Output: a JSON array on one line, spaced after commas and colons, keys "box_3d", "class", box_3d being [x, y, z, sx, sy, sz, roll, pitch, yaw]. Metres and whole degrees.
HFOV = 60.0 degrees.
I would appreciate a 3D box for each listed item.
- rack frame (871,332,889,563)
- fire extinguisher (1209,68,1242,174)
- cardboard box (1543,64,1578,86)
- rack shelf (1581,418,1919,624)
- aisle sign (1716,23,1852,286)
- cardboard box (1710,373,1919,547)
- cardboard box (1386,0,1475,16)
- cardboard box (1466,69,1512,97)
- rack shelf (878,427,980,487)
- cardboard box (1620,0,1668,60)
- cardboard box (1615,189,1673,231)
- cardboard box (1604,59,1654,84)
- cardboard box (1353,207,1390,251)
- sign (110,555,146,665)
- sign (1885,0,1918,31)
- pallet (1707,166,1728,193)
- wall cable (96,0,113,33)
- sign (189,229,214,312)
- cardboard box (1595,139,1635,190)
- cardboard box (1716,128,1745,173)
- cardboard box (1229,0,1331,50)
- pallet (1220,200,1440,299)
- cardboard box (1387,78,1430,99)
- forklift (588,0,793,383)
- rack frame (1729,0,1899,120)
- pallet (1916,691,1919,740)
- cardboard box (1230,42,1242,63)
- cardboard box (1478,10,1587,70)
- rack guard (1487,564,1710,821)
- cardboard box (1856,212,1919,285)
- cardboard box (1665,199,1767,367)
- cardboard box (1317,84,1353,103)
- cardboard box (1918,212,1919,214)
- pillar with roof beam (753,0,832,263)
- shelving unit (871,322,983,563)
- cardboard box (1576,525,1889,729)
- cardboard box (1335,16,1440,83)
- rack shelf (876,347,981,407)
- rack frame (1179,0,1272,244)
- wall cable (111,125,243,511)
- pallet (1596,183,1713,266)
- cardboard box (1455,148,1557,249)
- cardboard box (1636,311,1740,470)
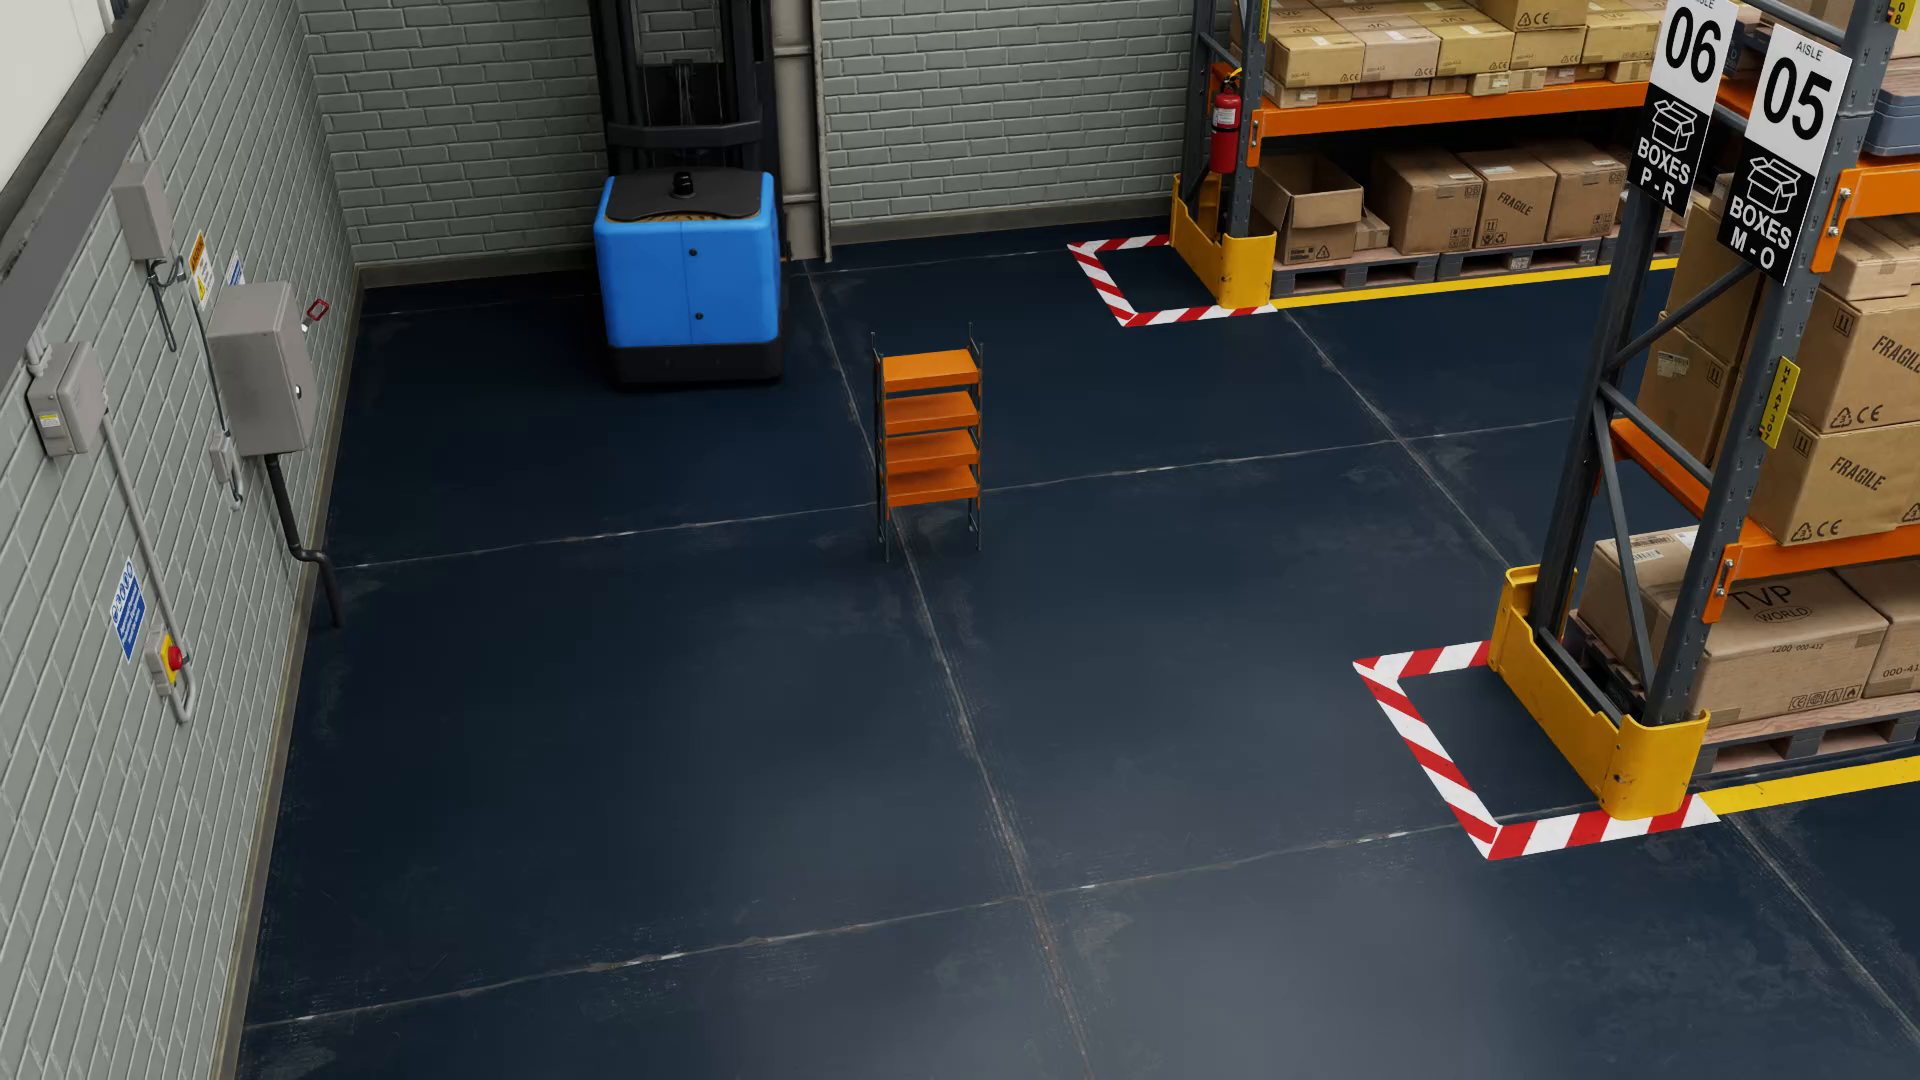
[{"box_3d": [-0.399, -0.448, 8.341, 0.015, 1.200, 0.240, -7, 35, -11], "class": "rack frame"}, {"box_3d": [1.666, -2.640, 10.396, 0.183, 0.674, 0.296, -7, 35, -11], "class": "fire extinguisher"}, {"box_3d": [3.845, -3.127, 10.944, 0.250, 0.149, 0.380, -7, 35, -11], "class": "cardboard box"}, {"box_3d": [4.757, -0.346, 7.219, 4.000, 0.370, 1.077, -7, 35, -11], "class": "rack shelf"}, {"box_3d": [2.800, -1.312, 5.680, 0.004, 0.787, 0.394, -7, 35, -11], "class": "aisle sign"}, {"box_3d": [3.338, -0.343, 6.480, 0.500, 0.500, 0.500, -7, 35, -11], "class": "cardboard box"}, {"box_3d": [3.085, -3.479, 11.111, 0.500, 0.250, 0.500, -6, 34, -9], "class": "cardboard box"}, {"box_3d": [3.356, -3.015, 10.776, 0.250, 0.149, 0.380, -8, 35, -12], "class": "cardboard box"}, {"box_3d": [-0.161, -0.422, 8.423, 0.480, 0.148, 0.258, -7, 35, -11], "class": "rack shelf"}, {"box_3d": [4.681, -3.384, 10.969, 0.500, 0.250, 0.500, -7, 35, -10], "class": "cardboard box"}, {"box_3d": [4.782, -2.355, 11.644, 0.258, 0.266, 0.396, -6, 34, -9], "class": "cardboard box"}, {"box_3d": [4.352, -3.154, 10.984, 0.250, 0.149, 0.380, -8, 35, -11], "class": "cardboard box"}, {"box_3d": [2.748, -2.142, 11.431, 0.250, 0.149, 0.380, -9, 35, -12], "class": "cardboard box"}, {"box_3d": [-2.738, 0.228, 5.475, 0.001, 0.218, 0.327, -7, 35, -11], "class": "sign"}, {"box_3d": [2.923, -1.738, 5.101, 0.005, 0.325, 0.100, -7, 35, -11], "class": "sign"}, {"box_3d": [6.394, -2.551, 12.361, 1.213, 0.211, 1.003, -7, 35, -11], "class": "pallet"}, {"box_3d": [-2.843, -2.447, 4.320, 0.029, 3.000, 2.355, -7, 35, -11], "class": "wall cable"}, {"box_3d": [-3.199, -1.140, 7.016, 0.001, 0.242, 0.339, -7, 35, -11], "class": "sign"}, {"box_3d": [4.912, -2.693, 12.107, 0.500, 0.311, 0.500, -6, 34, -9], "class": "cardboard box"}, {"box_3d": [6.023, -2.945, 12.314, 0.500, 0.500, 0.500, -7, 35, -11], "class": "cardboard box"}, {"box_3d": [2.098, -3.358, 10.930, 0.500, 0.250, 0.500, -6, 34, -9], "class": "cardboard box"}, {"box_3d": [2.559, -2.046, 11.610, 1.213, 0.211, 1.003, -7, 35, -11], "class": "pallet"}, {"box_3d": [2.835, -2.989, 10.737, 0.250, 0.149, 0.380, -6, 34, -9], "class": "cardboard box"}, {"box_3d": [-1.706, -2.960, 10.530, 1.130, 2.935, 3.031, -2, 34, -3], "class": "forklift"}, {"box_3d": [2.806, -2.890, 4.981, 0.127, 3.000, 1.000, -7, 35, -11], "class": "rack frame"}, {"box_3d": [4.756, 0.470, 7.860, 1.213, 0.211, 1.003, -7, 35, -11], "class": "pallet"}, {"box_3d": [1.972, -3.179, 11.020, 0.250, 0.149, 0.380, -8, 35, -11], "class": "cardboard box"}, {"box_3d": [3.689, -3.267, 10.795, 0.500, 0.250, 0.500, -8, 35, -12], "class": "cardboard box"}, {"box_3d": [2.783, 0.642, 7.345, 0.348, 0.500, 1.175, -7, 35, -11], "class": "rack guard"}, {"box_3d": [3.453, -1.089, 6.112, 0.250, 0.149, 0.380, -6, 34, -9], "class": "cardboard box"}, {"box_3d": [3.224, -1.044, 6.627, 0.500, 0.500, 0.500, -6, 34, -9], "class": "cardboard box"}, {"box_3d": [2.327, -2.940, 10.664, 0.250, 0.149, 0.380, -6, 34, -9], "class": "cardboard box"}, {"box_3d": [3.588, -1.400, 6.575, 0.250, 0.149, 0.380, -8, 35, -11], "class": "cardboard box"}, {"box_3d": [-0.171, -3.406, 5.750, 0.400, 9.000, 9.100, -7, 35, -11], "class": "pillar with roof beam"}, {"box_3d": [-0.161, -0.478, 8.385, 0.503, 1.200, 0.258, -7, 35, -11], "class": "shelving unit"}, {"box_3d": [3.428, 0.355, 7.451, 0.875, 0.438, 0.875, -8, 35, -12], "class": "cardboard box"}, {"box_3d": [2.701, -3.129, 10.588, 0.500, 0.250, 0.500, -7, 34, -10], "class": "cardboard box"}, {"box_3d": [-0.161, -0.804, 8.166, 0.480, 0.148, 0.258, -7, 35, -11], "class": "rack shelf"}, {"box_3d": [1.708, -3.096, 10.672, 0.127, 3.000, 1.000, -7, 35, -11], "class": "rack frame"}, {"box_3d": [-3.013, -0.884, 6.464, 0.122, 1.984, 0.588, -7, 35, -11], "class": "wall cable"}, {"box_3d": [4.939, -2.346, 12.057, 1.213, 0.211, 1.003, -7, 35, -11], "class": "pallet"}, {"box_3d": [3.705, -2.351, 11.428, 0.500, 0.500, 0.500, -7, 34, -10], "class": "cardboard box"}, {"box_3d": [3.218, -0.644, 6.927, 0.500, 0.500, 0.500, -7, 34, -10], "class": "cardboard box"}]
